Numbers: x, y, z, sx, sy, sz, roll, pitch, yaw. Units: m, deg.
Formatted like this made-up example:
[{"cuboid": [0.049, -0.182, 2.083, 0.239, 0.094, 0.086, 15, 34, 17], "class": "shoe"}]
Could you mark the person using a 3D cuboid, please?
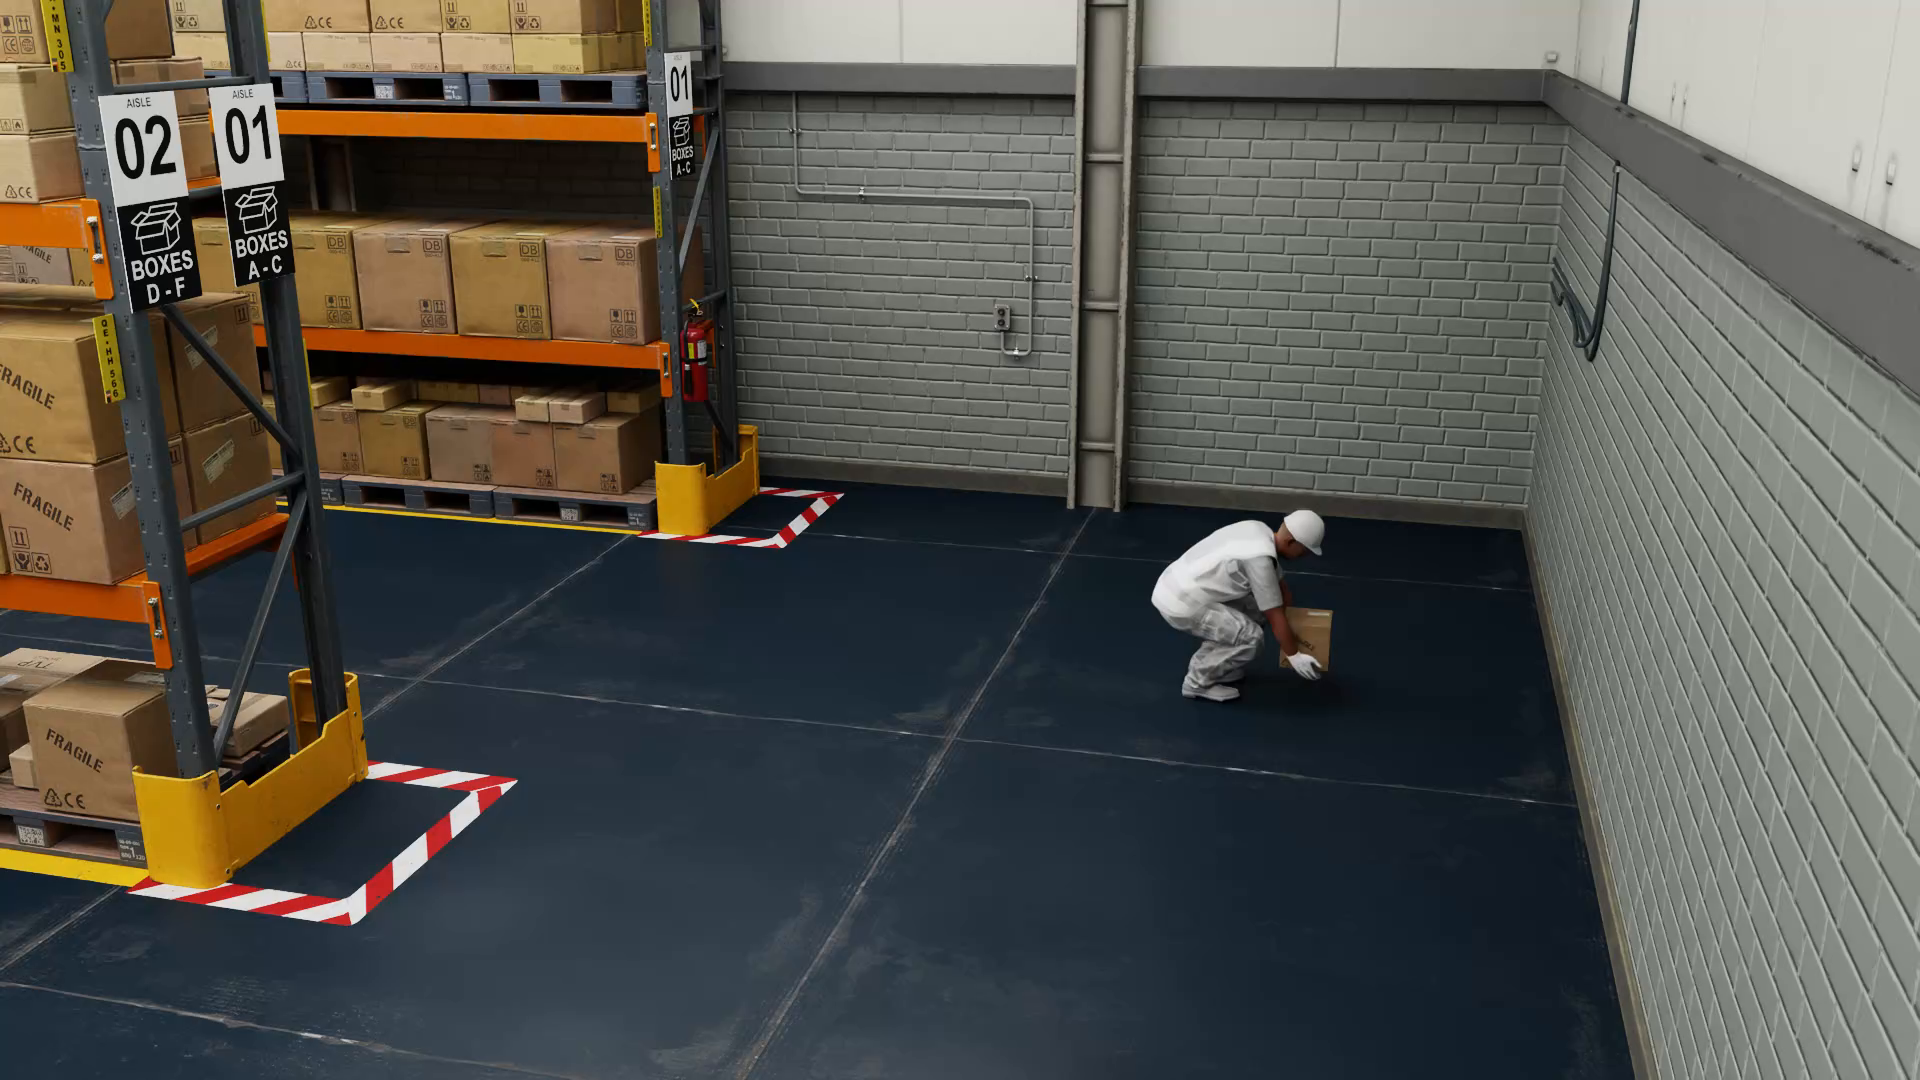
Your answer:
[{"cuboid": [1.483, 0.316, 8.807, 0.912, 1.014, 0.578, 4, 19, 13], "class": "person"}]
